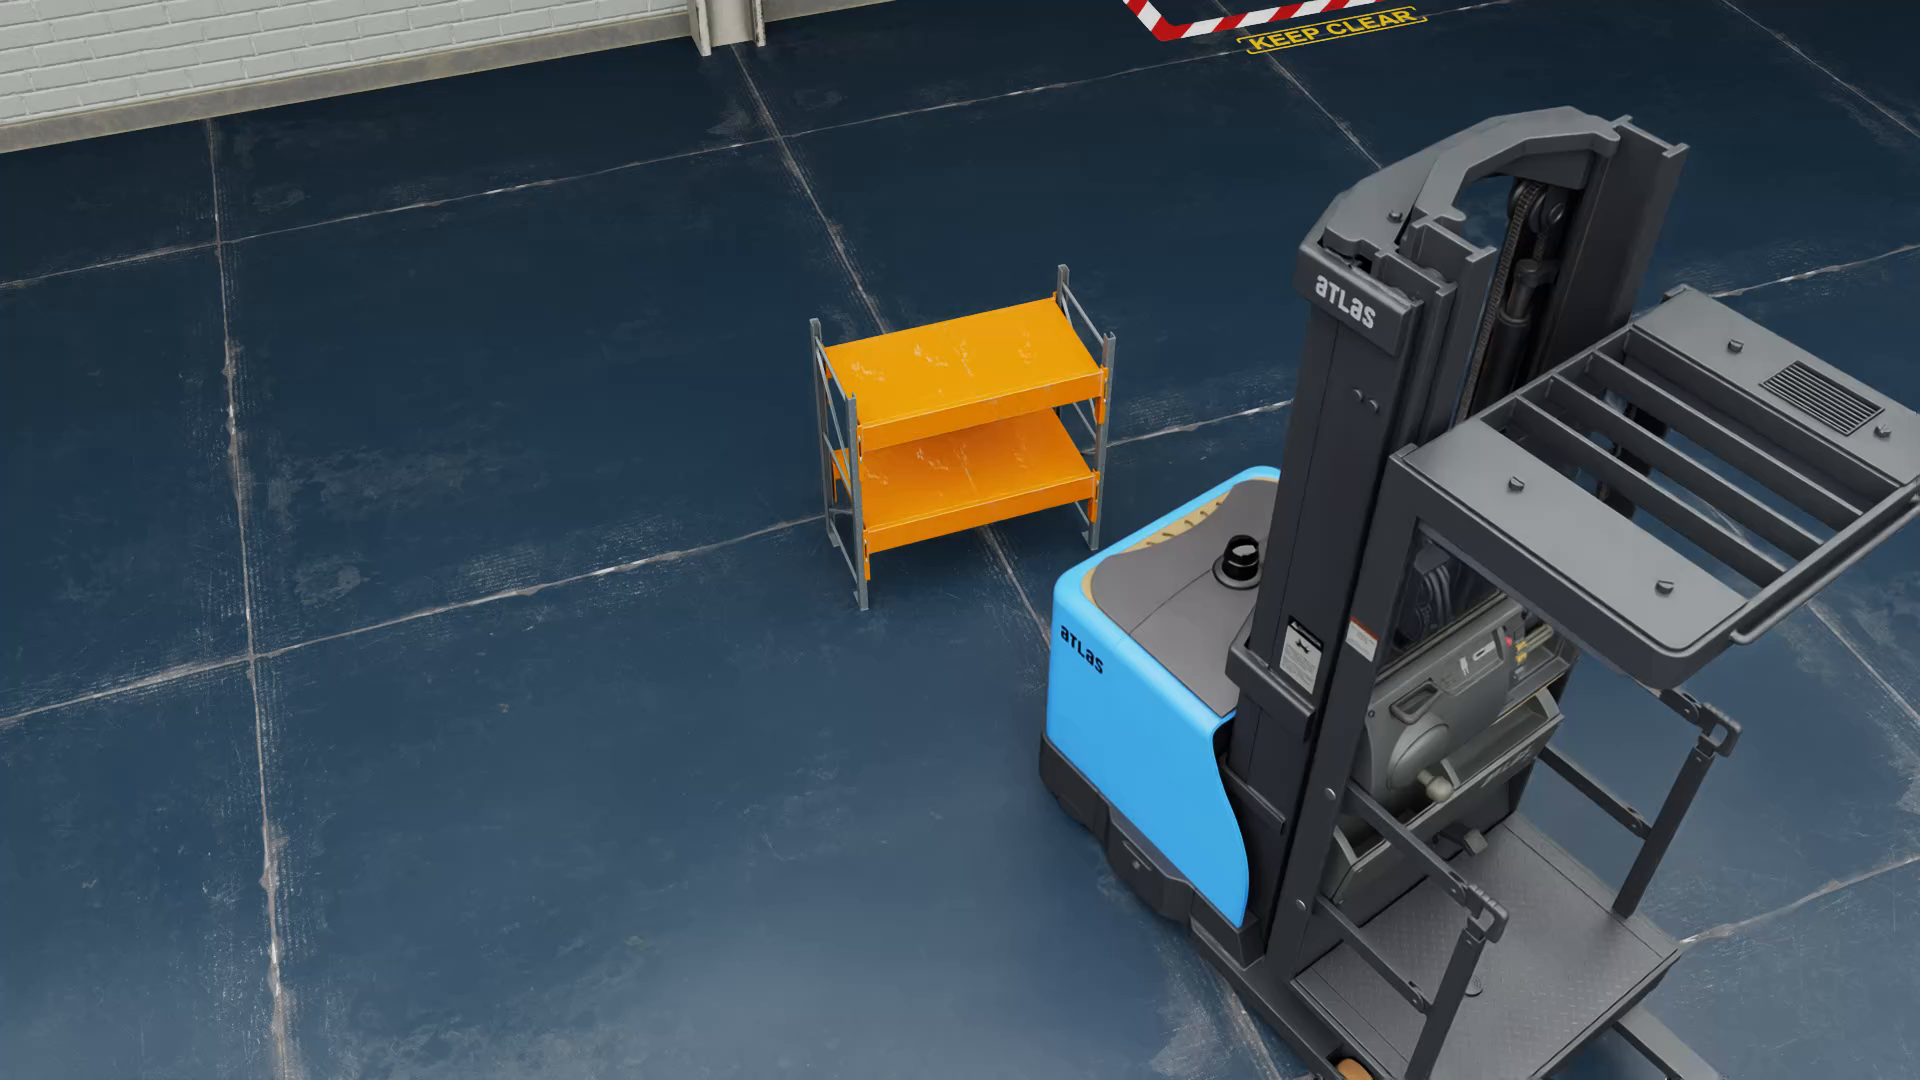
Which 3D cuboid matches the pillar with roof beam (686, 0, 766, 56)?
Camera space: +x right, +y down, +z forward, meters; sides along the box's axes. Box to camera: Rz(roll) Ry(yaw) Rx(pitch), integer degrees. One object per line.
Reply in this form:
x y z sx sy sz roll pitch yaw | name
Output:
0.054 -3.351 4.046 0.400 9.000 9.100 -14 47 -14 | pillar with roof beam

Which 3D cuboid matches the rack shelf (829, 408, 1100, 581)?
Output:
0.006 -0.226 6.836 1.000 0.278 0.538 -14 47 -14 | rack shelf

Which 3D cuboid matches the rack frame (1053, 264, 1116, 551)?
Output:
0.485 -0.521 6.784 0.032 1.125 0.500 -14 47 -14 | rack frame

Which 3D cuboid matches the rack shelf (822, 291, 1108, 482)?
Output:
0.006 -0.605 6.455 1.000 0.278 0.538 -14 47 -14 | rack shelf

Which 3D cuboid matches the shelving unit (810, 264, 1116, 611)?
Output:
0.006 -0.399 6.663 1.048 1.125 0.538 -14 47 -14 | shelving unit

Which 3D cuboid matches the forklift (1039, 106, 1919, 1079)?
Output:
1.579 0.477 4.514 1.130 2.935 3.031 -28 52 -25 | forklift

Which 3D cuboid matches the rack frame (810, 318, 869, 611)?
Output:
-0.472 -0.276 6.541 0.032 1.125 0.500 -14 47 -14 | rack frame
